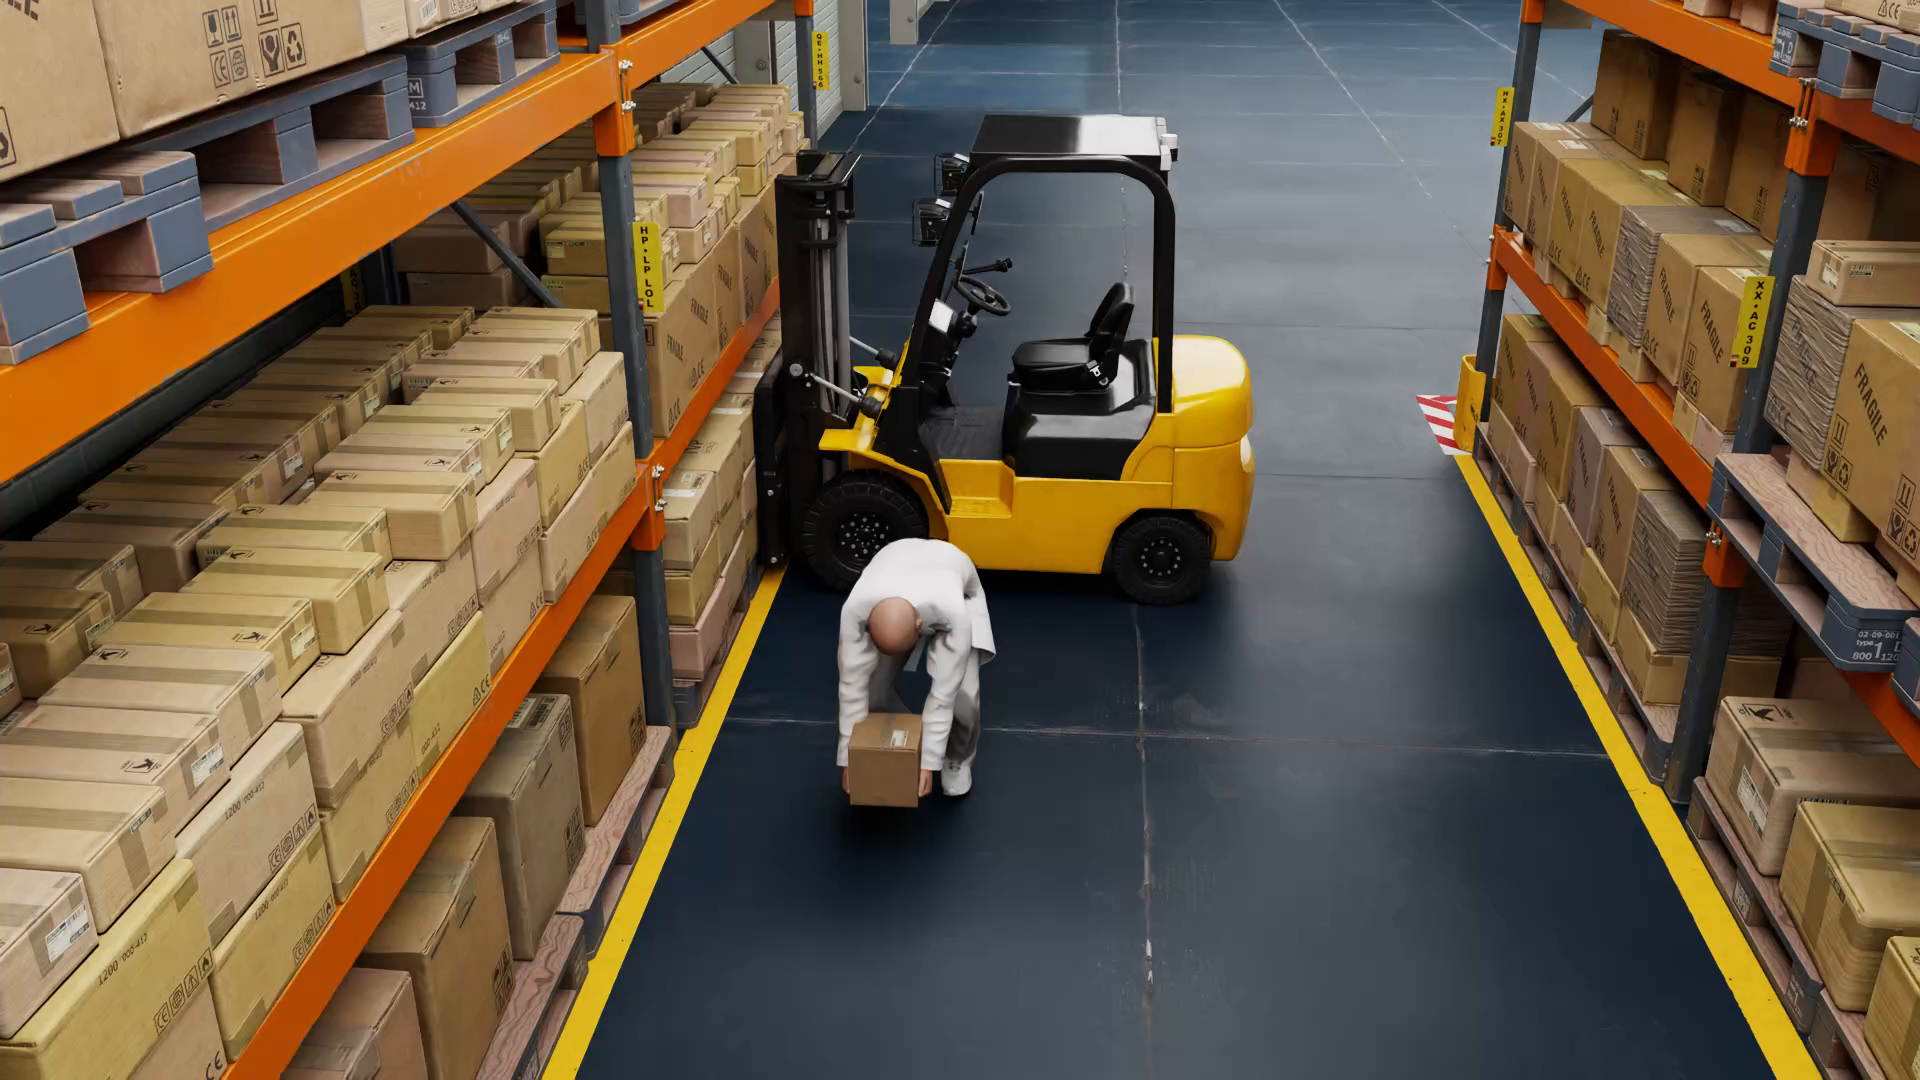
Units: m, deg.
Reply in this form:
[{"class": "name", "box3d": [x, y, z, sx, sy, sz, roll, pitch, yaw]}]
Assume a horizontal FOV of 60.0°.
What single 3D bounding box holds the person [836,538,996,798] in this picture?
[{"class": "person", "box3d": [-0.179, 0.529, 6.346, 0.594, 1.037, 0.941, 5, 25, 11]}]
